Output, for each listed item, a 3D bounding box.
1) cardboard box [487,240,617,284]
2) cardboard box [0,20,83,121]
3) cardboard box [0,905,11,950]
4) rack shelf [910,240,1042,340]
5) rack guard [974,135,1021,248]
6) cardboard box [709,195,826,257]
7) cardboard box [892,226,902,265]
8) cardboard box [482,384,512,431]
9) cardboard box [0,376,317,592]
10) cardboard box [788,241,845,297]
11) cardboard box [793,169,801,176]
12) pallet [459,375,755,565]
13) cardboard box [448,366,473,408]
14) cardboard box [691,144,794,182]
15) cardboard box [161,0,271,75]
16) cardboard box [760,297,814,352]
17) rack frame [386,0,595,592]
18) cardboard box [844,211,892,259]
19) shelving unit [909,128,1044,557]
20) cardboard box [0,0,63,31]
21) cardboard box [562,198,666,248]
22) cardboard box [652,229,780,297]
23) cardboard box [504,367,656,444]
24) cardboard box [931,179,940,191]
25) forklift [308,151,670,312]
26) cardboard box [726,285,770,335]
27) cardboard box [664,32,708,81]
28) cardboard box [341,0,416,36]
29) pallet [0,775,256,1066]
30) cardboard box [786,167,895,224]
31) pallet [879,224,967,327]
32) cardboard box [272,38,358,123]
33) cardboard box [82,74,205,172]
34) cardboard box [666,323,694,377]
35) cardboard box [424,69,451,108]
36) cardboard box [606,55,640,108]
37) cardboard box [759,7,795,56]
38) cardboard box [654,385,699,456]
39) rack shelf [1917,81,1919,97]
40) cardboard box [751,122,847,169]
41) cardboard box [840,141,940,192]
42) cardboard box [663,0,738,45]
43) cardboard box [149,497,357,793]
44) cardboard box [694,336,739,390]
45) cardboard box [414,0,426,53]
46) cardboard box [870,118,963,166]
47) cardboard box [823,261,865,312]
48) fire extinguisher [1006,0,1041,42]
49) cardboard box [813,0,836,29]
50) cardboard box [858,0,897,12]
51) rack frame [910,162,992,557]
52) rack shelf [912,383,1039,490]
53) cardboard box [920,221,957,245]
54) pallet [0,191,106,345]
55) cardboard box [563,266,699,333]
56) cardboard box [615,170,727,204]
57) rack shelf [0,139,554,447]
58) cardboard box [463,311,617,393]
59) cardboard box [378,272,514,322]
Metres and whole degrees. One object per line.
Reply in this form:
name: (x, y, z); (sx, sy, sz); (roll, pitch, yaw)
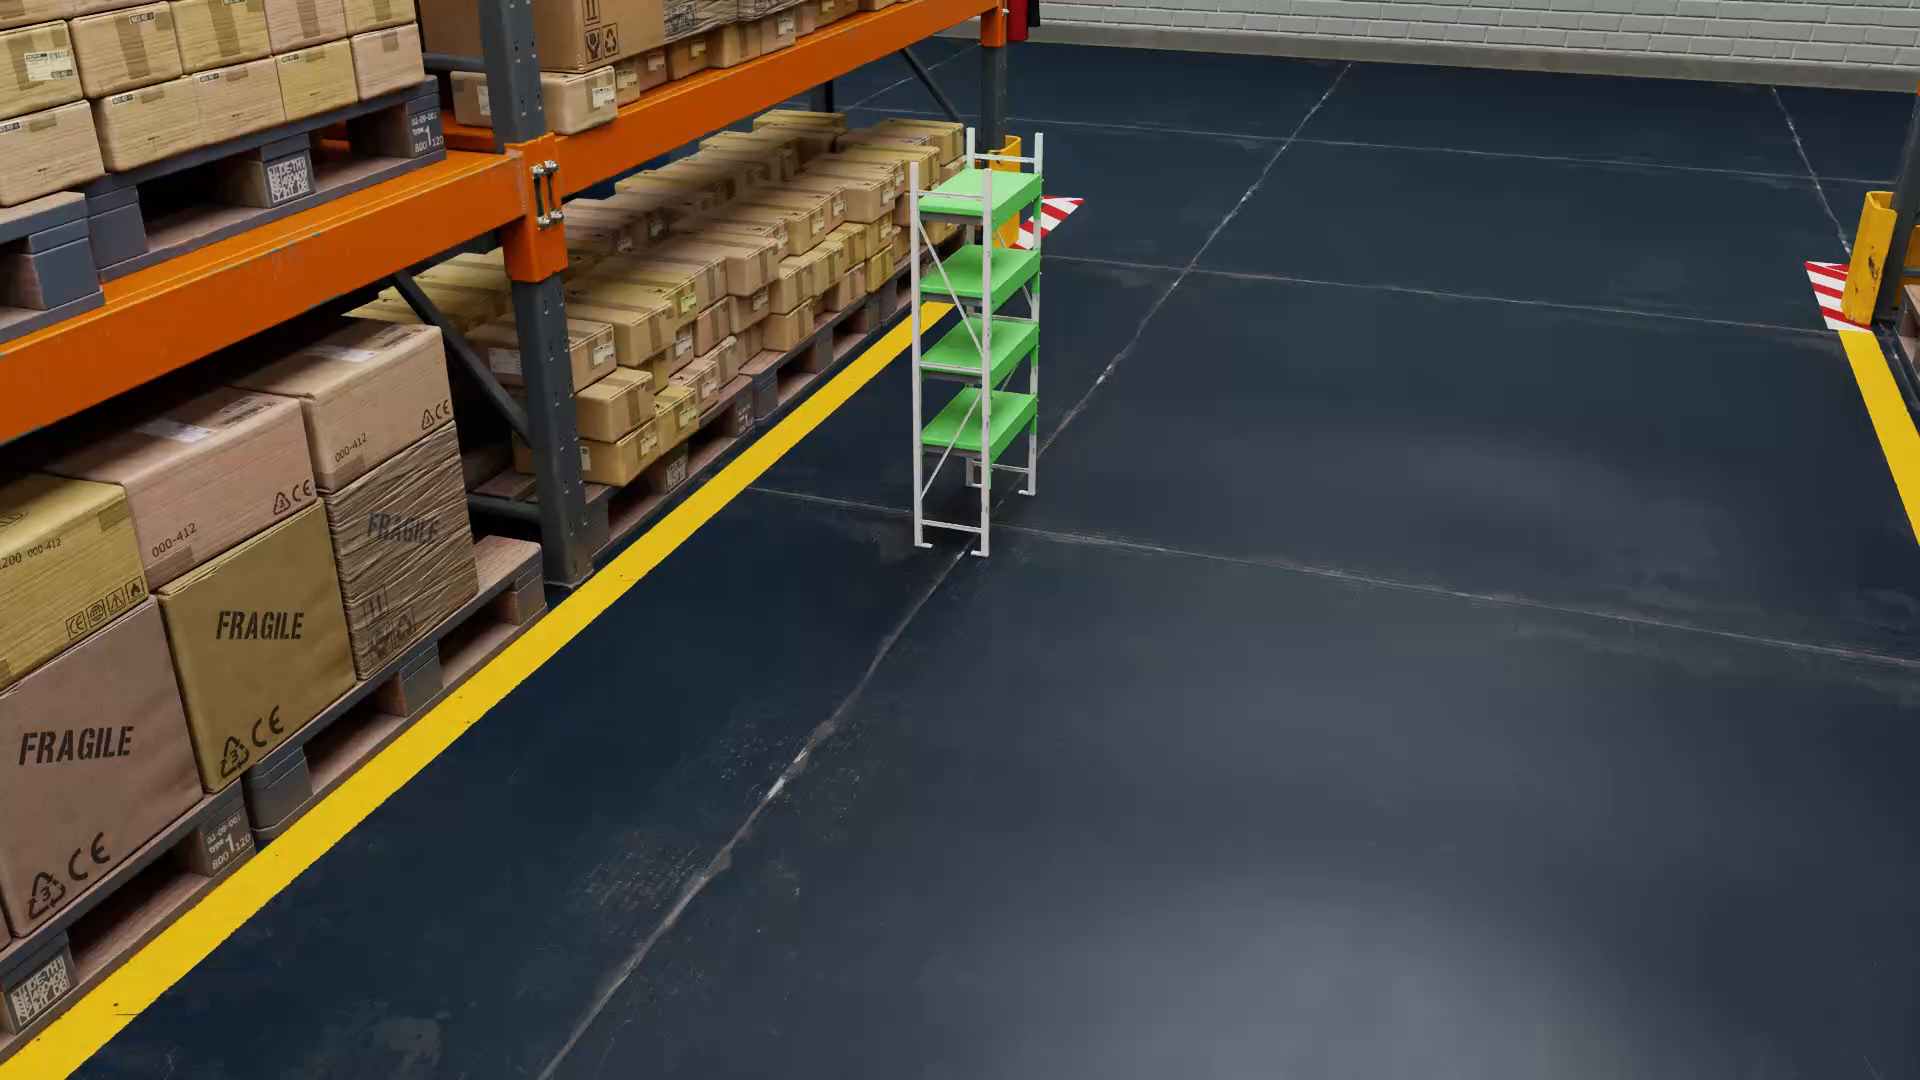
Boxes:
cardboard box: (-1.441, -0.960, 5.898); (0.380, 0.149, 0.250); (10, 27, 19)
cardboard box: (-1.890, -0.881, 3.093); (0.380, 0.149, 0.250); (7, 27, 15)
cardboard box: (-2.122, 0.614, 2.926); (0.500, 0.500, 0.500); (8, 27, 16)
rack shelf: (0.055, -0.767, 5.052); (0.258, 0.148, 0.480); (9, 27, 17)
rack guard: (-0.292, -1.781, 8.354); (1.175, 0.500, 0.348); (9, 27, 17)
cardboard box: (-0.743, -1.217, 6.428); (0.380, 0.149, 0.250); (9, 27, 18)
cardboard box: (-0.474, -1.277, 7.234); (0.380, 0.149, 0.250); (9, 27, 18)
cardboard box: (-1.623, -0.504, 5.639); (0.380, 0.149, 0.250); (10, 27, 19)
cardboard box: (-1.791, -0.143, 3.629); (0.500, 0.250, 0.500); (10, 28, 20)
cardboard box: (-0.673, -1.070, 6.467); (0.380, 0.149, 0.250); (9, 27, 18)
cardboard box: (-0.825, -1.581, 7.522); (0.380, 0.149, 0.250); (9, 27, 18)
pallet: (-1.407, -0.319, 5.668); (1.003, 0.211, 1.213); (9, 27, 17)
cardboard box: (-1.792, -0.509, 5.307); (0.380, 0.149, 0.250); (9, 27, 18)
cardboard box: (-0.949, -1.615, 7.251); (0.380, 0.149, 0.250); (7, 27, 15)
cardboard box: (-1.716, -1.101, 3.547); (0.380, 0.149, 0.250); (10, 28, 20)
cardboard box: (-0.780, -0.841, 6.335); (0.380, 0.149, 0.250); (8, 27, 16)
rack frame: (-1.598, -1.293, 4.479); (1.000, 3.000, 0.127); (9, 27, 17)
cardboard box: (-0.504, -1.290, 6.921); (0.380, 0.149, 0.250); (9, 27, 18)
shelving unit: (0.055, -0.608, 5.129); (0.258, 1.200, 0.503); (9, 27, 17)
cardboard box: (-1.896, -1.019, 3.036); (0.380, 0.149, 0.250); (8, 27, 16)
cardboard box: (-1.360, -1.198, 6.388); (0.380, 0.149, 0.250); (8, 27, 16)
cardboard box: (-0.875, -0.997, 5.975); (0.380, 0.149, 0.250); (9, 27, 19)
cardboard box: (-1.175, -0.436, 5.156); (0.380, 0.149, 0.250); (10, 28, 20)
cardboard box: (-0.311, -1.619, 7.600); (0.380, 0.149, 0.250); (8, 27, 16)
forklift: (-2.336, -2.375, 6.792); (1.130, 2.935, 3.031); (7, 27, 14)
cardboard box: (-0.922, -0.878, 6.070); (0.380, 0.149, 0.250); (10, 28, 20)
cardboard box: (-1.044, -1.594, 5.389); (0.380, 0.149, 0.250); (8, 27, 15)
cardboard box: (-1.544, -1.311, 3.981); (0.380, 0.149, 0.250); (10, 27, 19)
pallet: (-2.260, 0.785, 3.387); (1.003, 0.211, 1.213); (9, 27, 17)
cardboard box: (-0.491, -1.421, 6.850); (0.380, 0.149, 0.250); (10, 28, 19)
pallet: (-0.595, -1.322, 7.738); (1.003, 0.211, 1.213); (9, 27, 17)
cardboard box: (-1.629, -1.071, 3.825); (0.380, 0.149, 0.250); (9, 27, 18)
cardboard box: (-1.797, -0.865, 3.402); (0.380, 0.149, 0.250); (7, 27, 15)
cardboard box: (-1.128, -0.658, 5.615); (0.380, 0.149, 0.250); (9, 27, 17)
cardboard box: (-1.723, -1.332, 4.847); (0.380, 0.149, 0.250); (8, 27, 17)
cardboard box: (-1.179, -1.366, 4.918); (0.380, 0.149, 0.250); (10, 27, 19)
cardboard box: (-0.802, -1.797, 5.809); (0.380, 0.149, 0.250); (10, 28, 20)
cardboard box: (-1.085, -0.412, 5.448); (0.380, 0.149, 0.250); (10, 27, 19)
rack shelf: (3.770, -1.115, 4.937); (1.077, 0.370, 4.000); (9, 27, 17)
cardboard box: (-0.739, -1.814, 7.661); (0.380, 0.149, 0.250); (9, 27, 18)
cardboard box: (-0.308, -1.637, 7.295); (0.380, 0.149, 0.250); (8, 27, 16)
cardboard box: (-1.037, -1.844, 5.160); (0.500, 0.500, 0.500); (9, 27, 17)
cardboard box: (-1.777, 0.194, 3.793); (0.500, 0.500, 0.500); (8, 27, 16)
cardboard box: (-1.014, -0.633, 5.905); (0.380, 0.149, 0.250); (8, 27, 16)
cardboard box: (-1.703, -1.712, 4.888); (0.500, 0.500, 0.500); (9, 27, 18)
cardboard box: (-0.204, -1.857, 7.749); (0.380, 0.149, 0.250); (9, 27, 18)
cardboard box: (-0.610, -1.053, 6.773); (0.380, 0.149, 0.250); (9, 27, 18)
fire extinguisher: (0.253, -2.771, 8.048); (0.296, 0.674, 0.183); (9, 27, 17)
cardboard box: (-0.693, -2.021, 6.271); (0.380, 0.149, 0.250); (9, 27, 18)
cardboard box: (-0.474, -2.235, 6.712); (0.380, 0.149, 0.250); (8, 27, 15)
rack frame: (-0.026, -0.508, 4.922); (0.240, 1.200, 0.015); (9, 27, 17)
rack shelf: (0.055, -0.335, 5.261); (0.258, 0.148, 0.480); (9, 27, 17)
cardboard box: (-0.235, -1.476, 7.646); (0.380, 0.149, 0.250); (10, 27, 19)
pallet: (-2.308, -0.383, 2.818); (1.003, 0.211, 1.213); (9, 27, 17)
cardboard box: (-1.102, -0.794, 5.555); (0.380, 0.149, 0.250); (8, 27, 17)
cardboard box: (-1.180, -1.401, 6.808); (0.380, 0.149, 0.250); (9, 27, 18)
rack shelf: (-2.263, -0.148, 2.938); (1.077, 0.370, 4.000); (9, 27, 17)
cardboard box: (-1.288, -0.579, 5.110); (0.380, 0.149, 0.250); (10, 28, 20)
cardboard box: (-1.677, -0.762, 5.488); (0.380, 0.149, 0.250); (9, 27, 18)
